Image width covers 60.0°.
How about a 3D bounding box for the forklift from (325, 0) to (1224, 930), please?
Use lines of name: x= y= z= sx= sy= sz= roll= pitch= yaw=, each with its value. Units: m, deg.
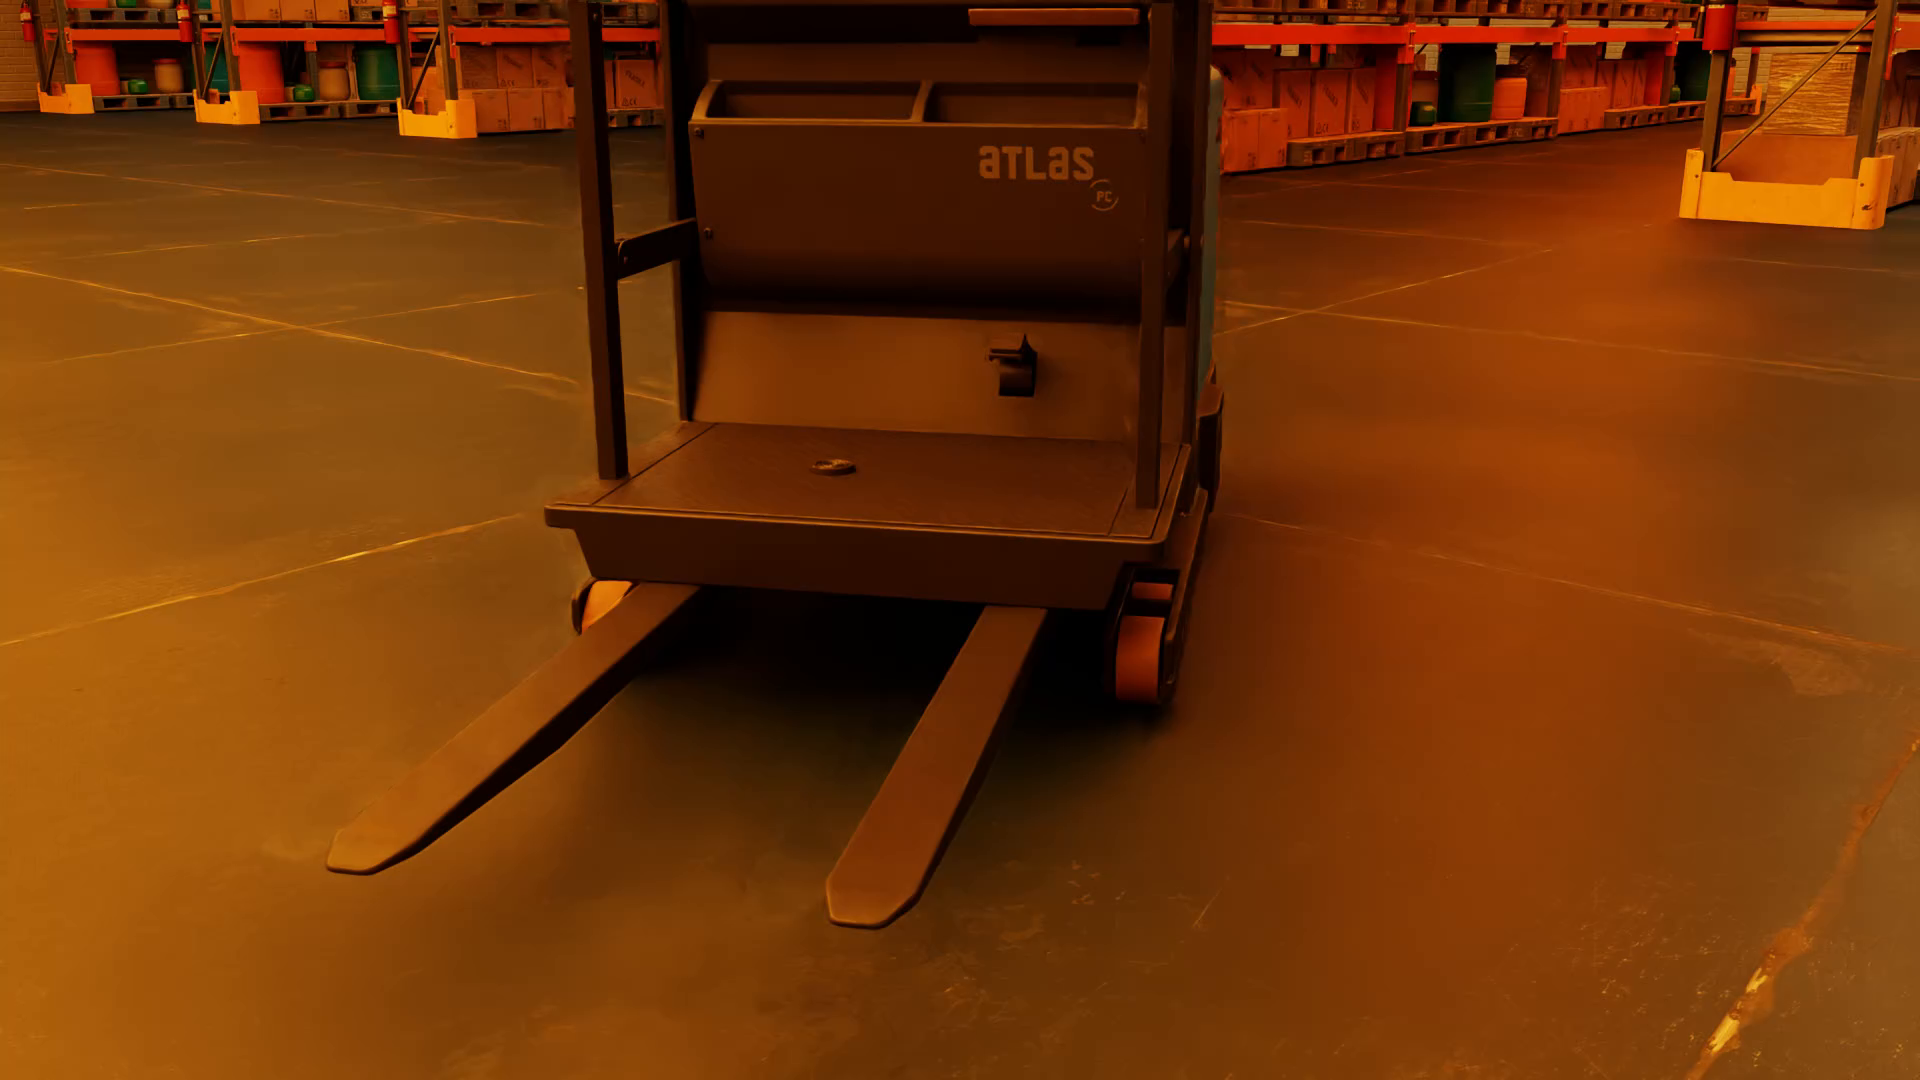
forklift: x=-0.107 y=-1.222 z=2.921 sx=1.130 sy=2.935 sz=3.031 roll=3 pitch=17 yaw=11
